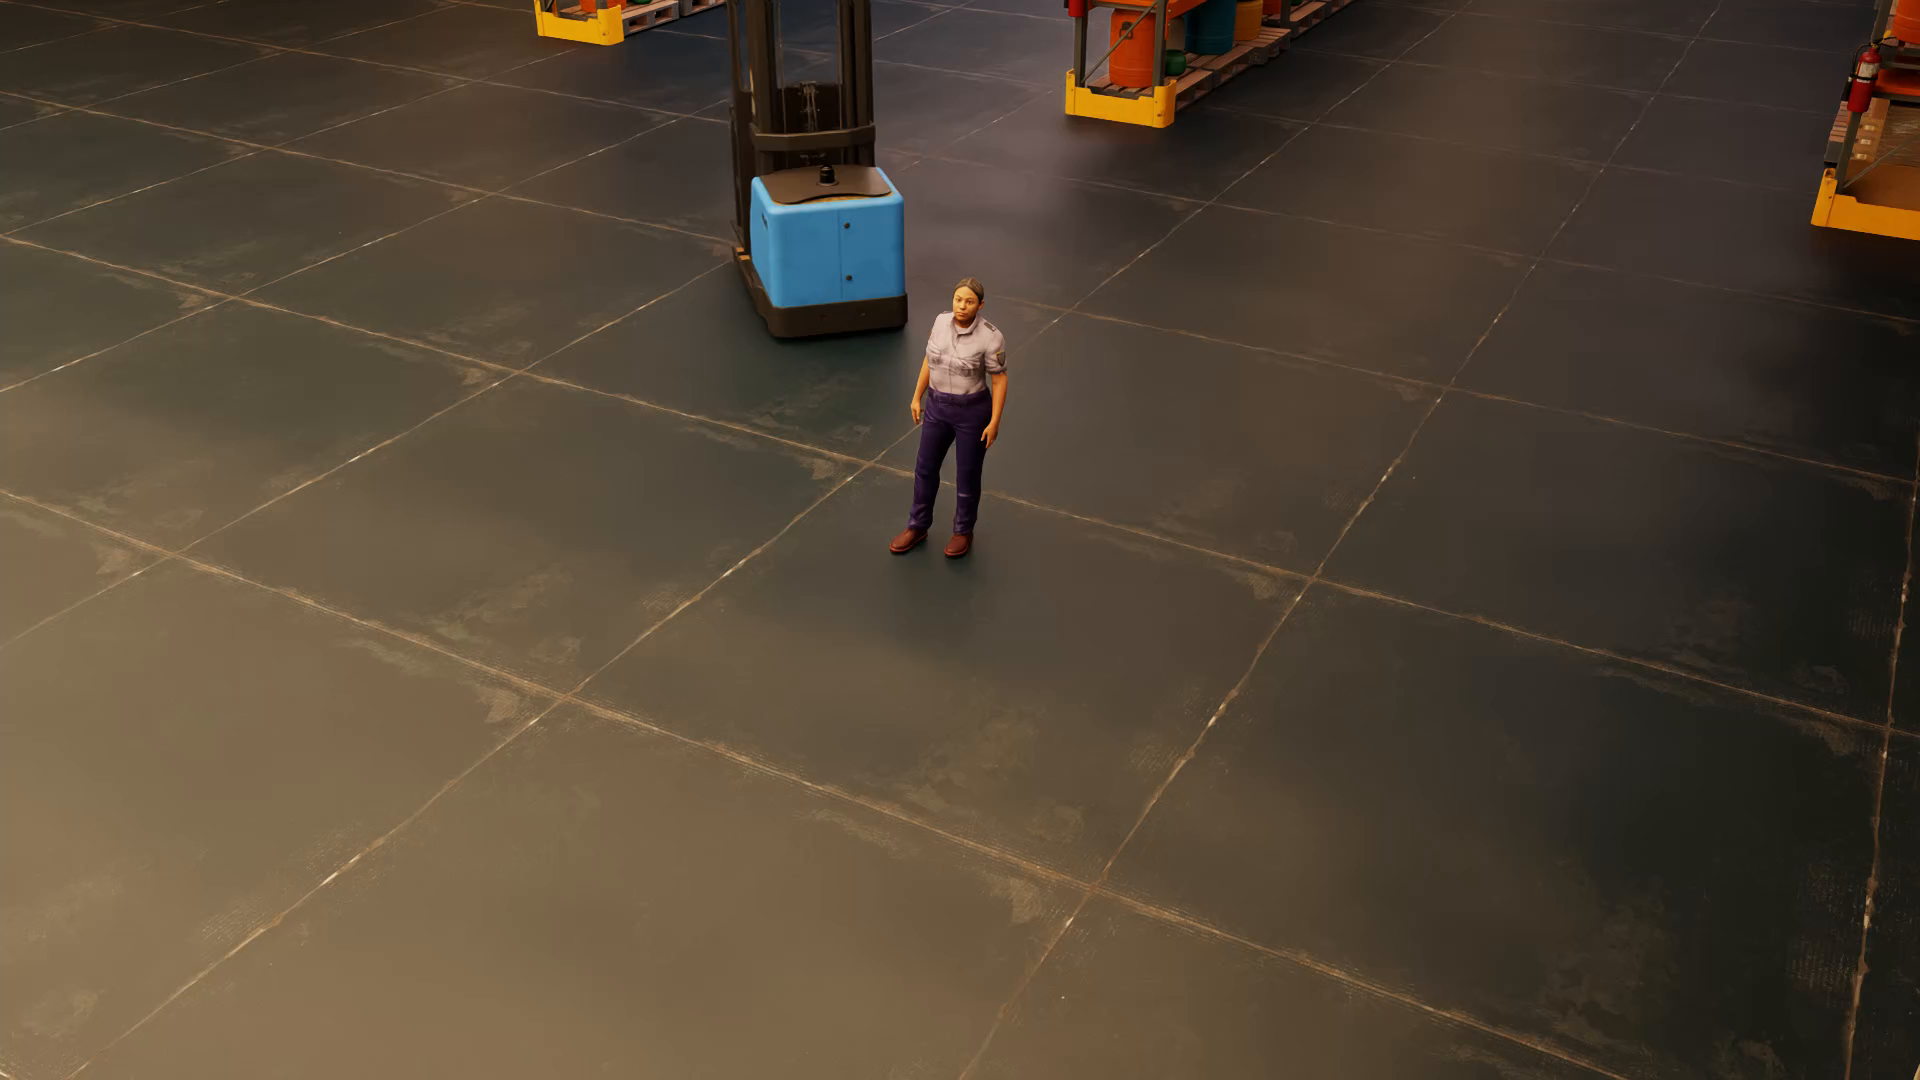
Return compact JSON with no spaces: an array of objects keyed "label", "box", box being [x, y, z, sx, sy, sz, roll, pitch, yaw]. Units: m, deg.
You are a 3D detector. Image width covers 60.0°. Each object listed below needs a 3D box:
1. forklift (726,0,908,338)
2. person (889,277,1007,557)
[{"label":"forklift","box":[-1.283,-3.510,13.153,1.130,2.935,3.031,-8,31,-13]},{"label":"person","box":[-0.064,-0.686,9.529,0.598,1.651,0.502,15,33,25]}]
